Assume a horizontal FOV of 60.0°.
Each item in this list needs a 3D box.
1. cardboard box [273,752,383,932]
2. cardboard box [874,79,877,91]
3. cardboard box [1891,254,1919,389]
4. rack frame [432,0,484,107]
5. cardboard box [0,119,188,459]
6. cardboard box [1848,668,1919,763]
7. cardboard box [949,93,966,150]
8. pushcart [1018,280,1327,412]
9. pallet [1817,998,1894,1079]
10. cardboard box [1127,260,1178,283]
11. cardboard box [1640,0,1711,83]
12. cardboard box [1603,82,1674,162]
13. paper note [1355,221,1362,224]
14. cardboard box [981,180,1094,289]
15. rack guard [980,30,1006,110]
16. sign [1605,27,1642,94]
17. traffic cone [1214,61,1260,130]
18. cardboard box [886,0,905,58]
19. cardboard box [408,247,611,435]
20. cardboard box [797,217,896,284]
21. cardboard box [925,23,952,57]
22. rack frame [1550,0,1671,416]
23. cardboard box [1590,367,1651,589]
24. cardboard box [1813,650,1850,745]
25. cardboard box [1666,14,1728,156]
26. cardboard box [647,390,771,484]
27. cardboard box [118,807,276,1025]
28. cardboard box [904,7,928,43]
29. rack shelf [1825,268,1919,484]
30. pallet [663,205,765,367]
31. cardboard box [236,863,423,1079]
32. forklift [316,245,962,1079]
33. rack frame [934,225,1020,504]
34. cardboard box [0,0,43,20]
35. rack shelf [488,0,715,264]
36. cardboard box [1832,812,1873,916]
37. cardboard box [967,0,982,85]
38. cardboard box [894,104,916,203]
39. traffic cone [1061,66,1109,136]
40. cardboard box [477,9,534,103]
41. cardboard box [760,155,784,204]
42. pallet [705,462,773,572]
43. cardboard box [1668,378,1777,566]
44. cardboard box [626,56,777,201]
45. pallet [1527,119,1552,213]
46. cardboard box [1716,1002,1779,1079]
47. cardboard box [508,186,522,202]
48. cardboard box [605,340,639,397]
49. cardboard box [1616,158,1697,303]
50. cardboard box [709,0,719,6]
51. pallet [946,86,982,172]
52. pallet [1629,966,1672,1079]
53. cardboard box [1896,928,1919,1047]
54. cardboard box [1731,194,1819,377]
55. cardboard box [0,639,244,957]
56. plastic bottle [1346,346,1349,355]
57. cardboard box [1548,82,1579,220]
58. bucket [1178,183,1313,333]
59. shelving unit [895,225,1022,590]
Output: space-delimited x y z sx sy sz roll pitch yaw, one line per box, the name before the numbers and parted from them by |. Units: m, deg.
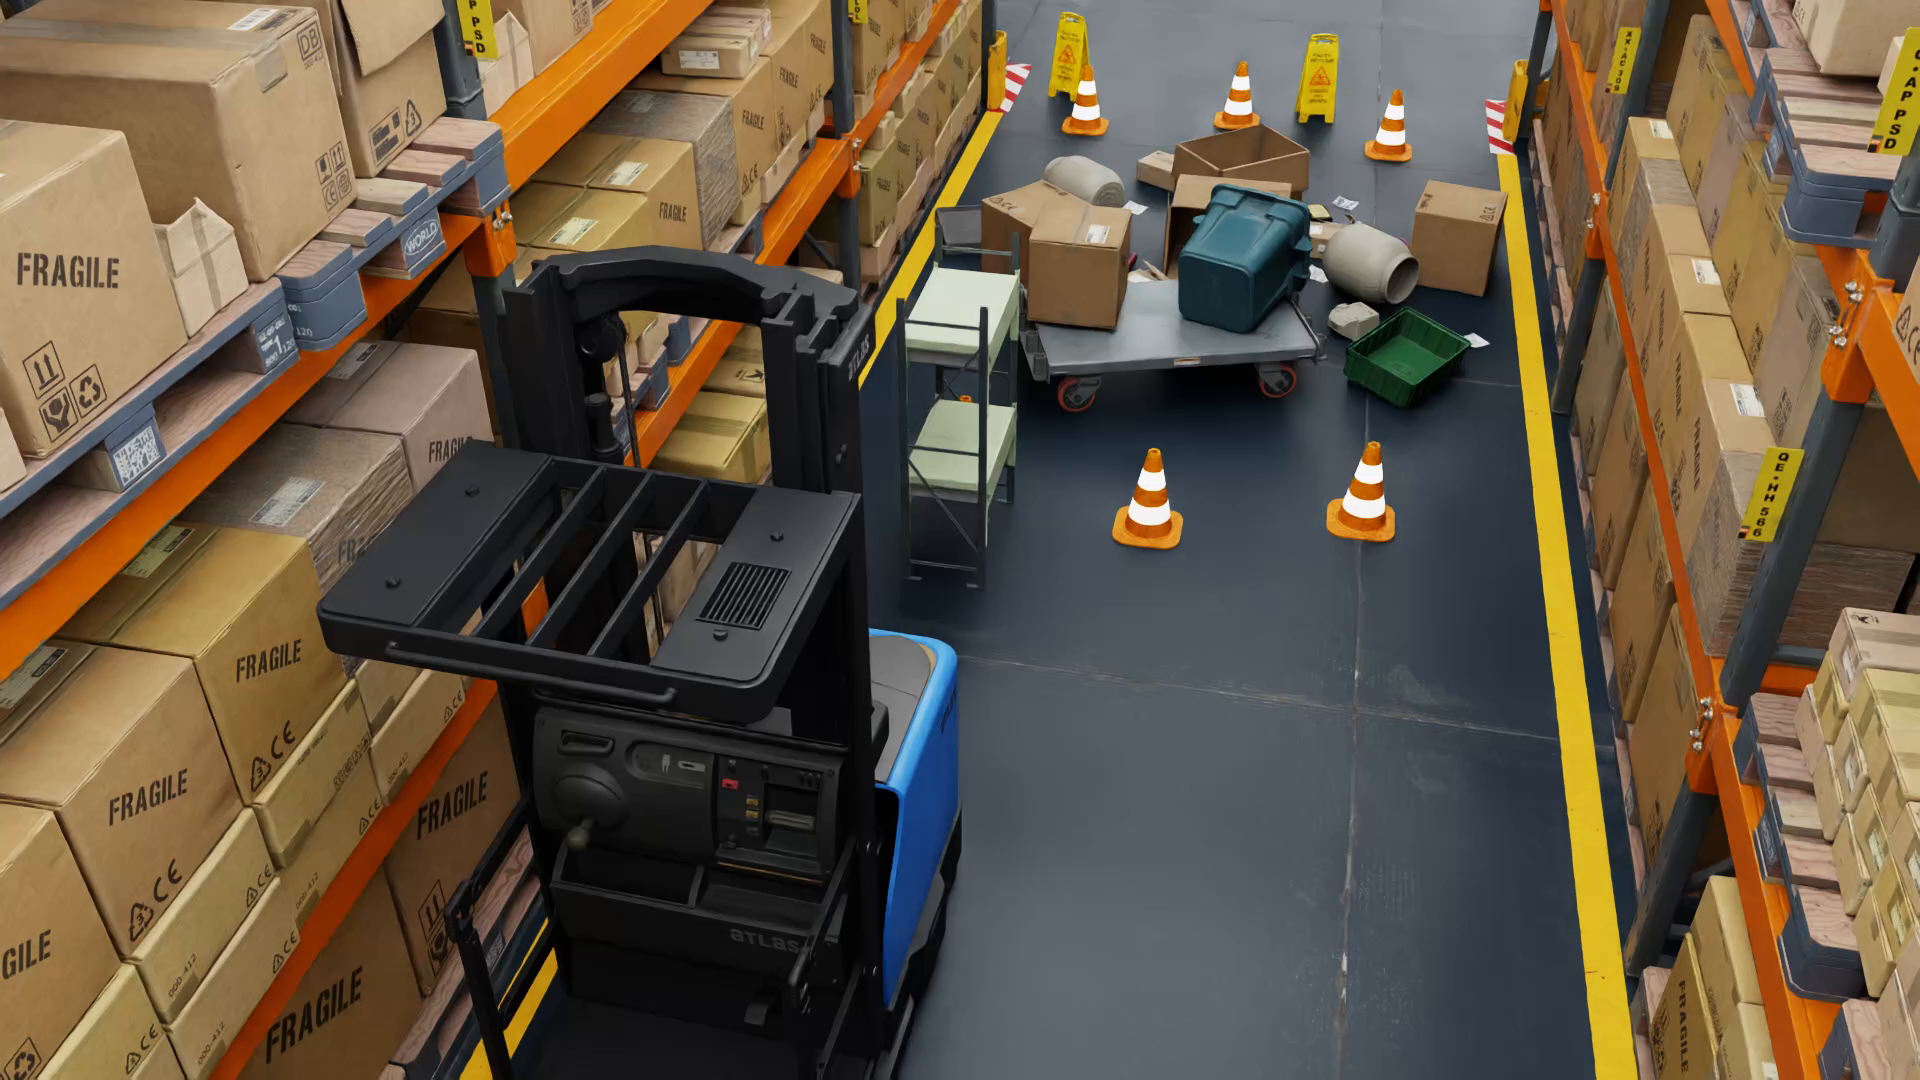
cardboard box | -2.004 0.807 4.708 0.500 0.250 0.500 7 37 9
cardboard box | -0.694 -2.641 9.552 0.380 0.149 0.250 8 37 11
cardboard box | 2.543 -0.556 3.820 0.500 0.500 0.500 7 37 10
rack frame | -1.932 -2.587 4.151 1.000 3.000 0.127 7 37 10
cardboard box | -2.025 -0.536 3.434 0.500 0.500 0.500 8 37 10
cardboard box | 2.582 0.491 4.366 0.380 0.149 0.250 6 36 9
cardboard box | -0.252 -3.008 11.829 0.500 0.250 0.500 7 37 10
pushcart | 1.160 -1.132 9.490 1.648 0.377 0.936 -5 36 -6
pallet | 2.542 1.623 3.619 1.003 0.211 1.213 7 37 10
cardboard box | 1.193 -1.542 10.151 0.258 0.266 0.396 -17 39 -22
cardboard box | 3.892 -2.594 8.224 0.875 0.550 0.550 7 37 10
cardboard box | 3.847 -2.162 8.549 0.875 0.550 0.550 7 37 10
paper note | 2.658 -2.119 11.165 0.032 0.001 0.123 28 44 33
cardboard box | 0.480 -1.884 10.421 0.500 0.500 0.500 -24 42 -30
rack guard | -0.240 -3.688 12.913 1.175 0.500 0.348 7 37 10
sign | 3.237 -2.340 8.117 0.100 0.325 0.005 7 37 10
traffic cone | 2.102 -3.364 12.498 0.336 0.463 0.334 7 37 10
cardboard box | -0.627 -3.120 9.660 0.500 0.500 0.500 7 37 10
cardboard box | -1.610 -0.718 5.988 0.500 0.500 0.500 6 36 9
cardboard box | -0.688 -1.812 10.179 0.500 0.250 0.500 6 36 8
cardboard box | -0.267 -3.362 11.126 0.380 0.149 0.250 9 37 12
rack frame | 3.780 -1.888 8.299 1.000 3.000 0.127 7 37 10
cardboard box | 3.525 -0.228 7.567 1.050 0.750 0.750 7 37 10
cardboard box | 2.626 0.468 4.651 0.380 0.149 0.250 9 37 12
cardboard box | 3.679 -2.048 7.583 0.700 0.500 0.500 7 36 9
cardboard box | -1.484 -0.444 8.189 0.950 0.372 0.625 8 37 12
cardboard box | -2.093 0.898 4.156 0.500 0.250 0.500 6 36 9
cardboard box | -0.415 -3.222 10.353 0.380 0.149 0.250 7 37 10
rack shelf | 2.498 0.628 2.884 1.077 0.370 4.000 7 37 10
pallet | -1.549 -1.220 7.541 1.003 0.211 1.213 7 37 10
cardboard box | -2.355 1.429 5.175 0.875 0.875 0.875 8 37 11
forklift | -0.845 0.813 4.631 1.130 2.935 3.031 8 37 11
rack frame | 0.080 -0.821 8.105 0.400 1.500 0.023 7 37 10
cardboard box | -5.578 -3.333 10.208 0.500 0.500 0.500 6 36 9
rack shelf | -1.505 -2.228 6.824 1.077 0.370 4.000 7 37 10
cardboard box | 2.518 0.876 4.341 0.380 0.149 0.250 9 37 12
cardboard box | -0.140 -3.612 12.024 0.500 0.500 0.500 8 37 10
cardboard box | -0.585 -2.424 10.385 0.500 0.500 0.500 9 37 12
traffic cone | 0.945 -3.309 12.421 0.336 0.463 0.334 7 37 10
cardboard box | -1.644 -1.623 5.492 0.396 0.266 0.258 7 37 10
cardboard box | -1.062 -1.742 7.954 0.380 0.149 0.250 8 37 10
pallet | -1.501 -0.174 8.310 1.003 0.211 1.213 7 37 10
cardboard box | 2.867 -0.213 5.903 0.500 0.500 0.500 7 37 10
cardboard box | -1.173 -1.909 7.631 0.500 0.500 0.500 9 37 12
pallet | 4.540 -2.584 11.636 1.003 0.211 1.213 7 37 10
cardboard box | 2.433 1.599 4.621 0.500 0.250 0.500 7 37 9
cardboard box | -2.007 -1.082 6.490 0.500 0.500 0.500 7 36 9
cardboard box | -1.484 -0.698 6.513 0.380 0.149 0.250 5 36 7
cardboard box | 3.297 -1.372 7.501 0.500 0.500 0.500 8 37 10
cardboard box | -1.458 -2.549 8.514 0.500 0.500 0.500 8 37 11
pallet | -0.448 -3.110 12.361 1.003 0.211 1.213 7 37 10
pallet | 2.757 1.982 5.336 1.003 0.211 1.213 7 37 10
cardboard box | 2.408 1.065 3.828 0.380 0.149 0.250 7 37 10
cardboard box | 3.245 -0.881 5.972 0.700 0.500 0.500 7 36 9
cardboard box | -2.116 0.594 3.937 0.500 0.500 0.500 7 36 9
plastic bottle | 2.364 -1.046 9.641 0.133 0.061 0.283 -11 37 -14
cardboard box | 4.368 -2.590 10.720 0.875 0.875 0.875 7 36 9
bucket | 1.556 -1.545 9.320 0.726 0.611 0.620 20 51 26
shelving unit | 0.001 -0.611 7.815 0.431 1.500 0.755 7 37 10
